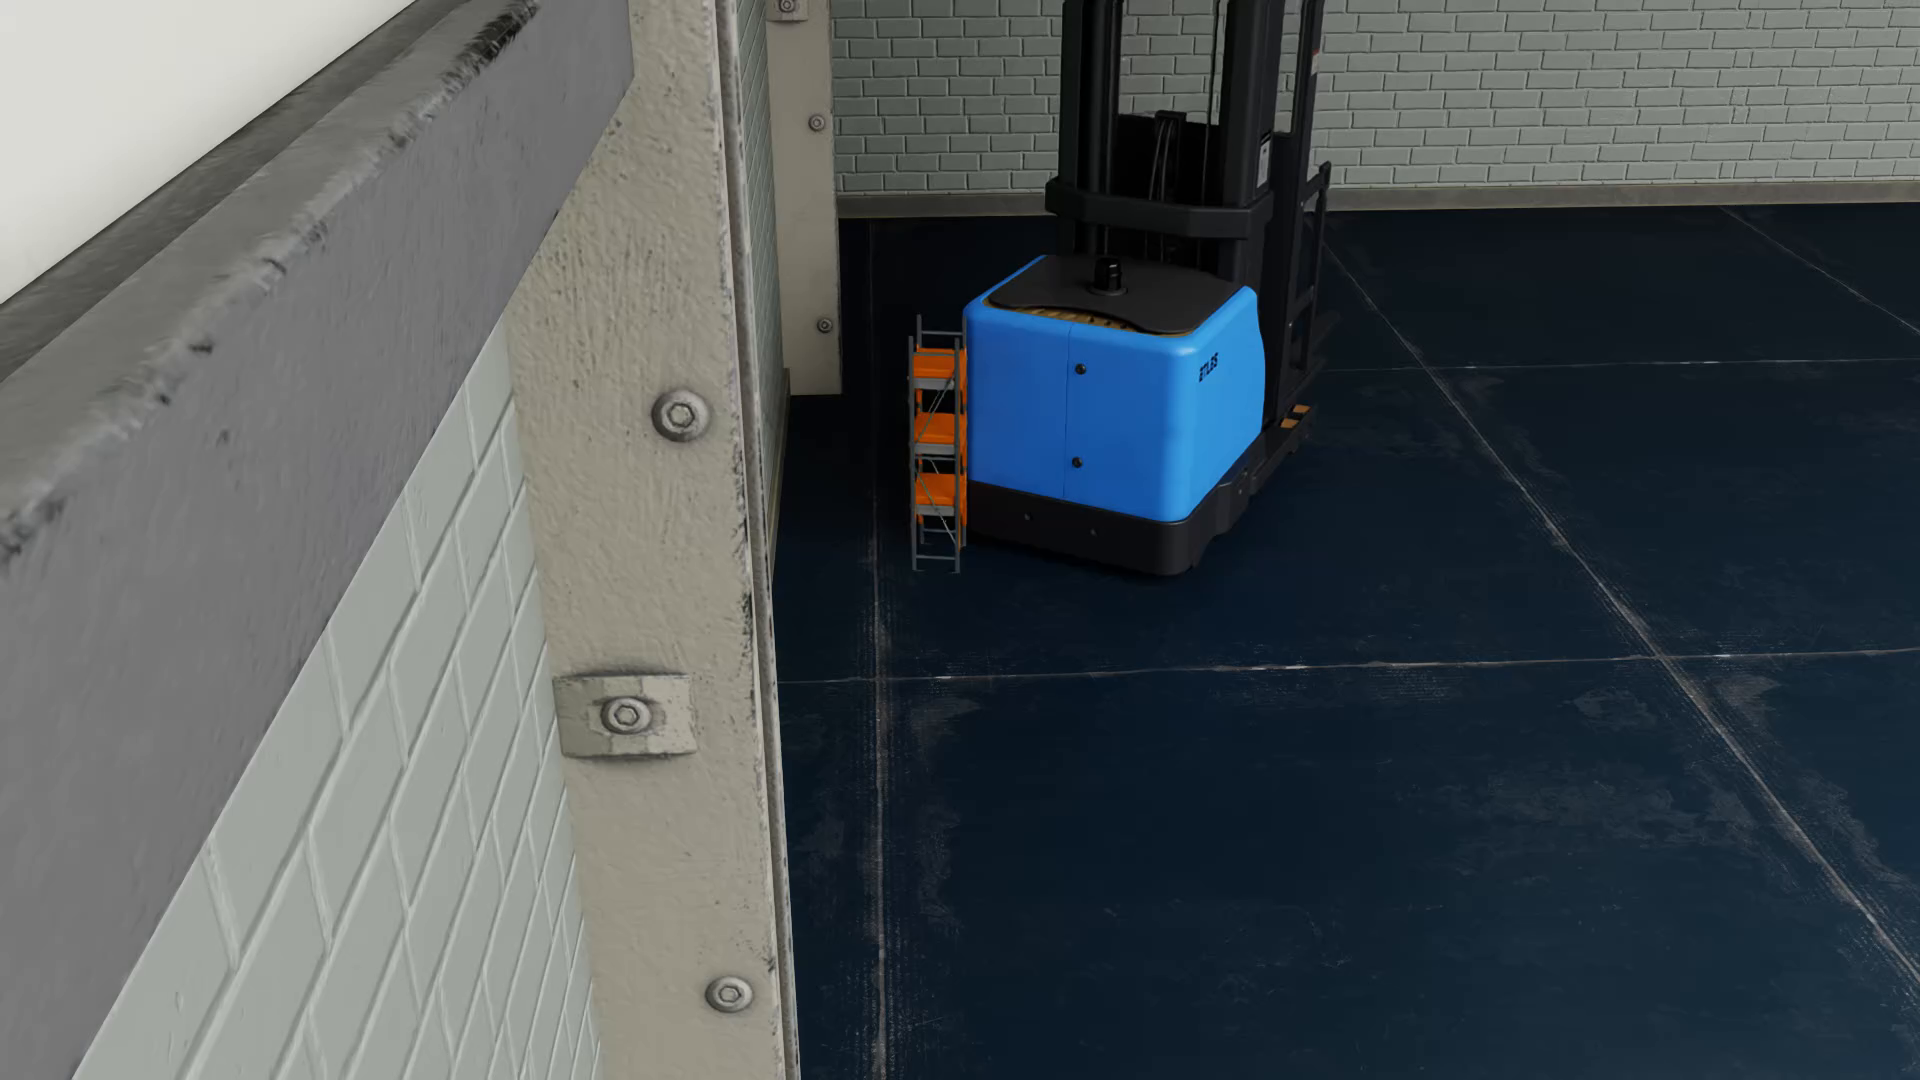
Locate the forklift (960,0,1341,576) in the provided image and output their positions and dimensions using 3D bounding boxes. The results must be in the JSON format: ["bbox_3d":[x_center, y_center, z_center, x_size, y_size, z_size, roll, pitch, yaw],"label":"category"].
[{"bbox_3d":[1.111,-1.806,7.543,1.130,2.935,3.031,13,30,24],"label":"forklift"}]

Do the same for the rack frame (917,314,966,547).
[{"bbox_3d":[-0.074,-0.441,6.960,0.200,1.050,0.008,3,28,6],"label":"rack frame"}]

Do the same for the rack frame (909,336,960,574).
[{"bbox_3d":[-0.102,-0.329,6.745,0.200,1.050,0.008,3,28,6],"label":"rack frame"}]

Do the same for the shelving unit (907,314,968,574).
[{"bbox_3d":[-0.088,-0.385,6.852,0.215,1.050,0.252,3,28,6],"label":"shelving unit"}]

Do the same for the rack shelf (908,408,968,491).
[{"bbox_3d":[-0.088,-0.375,6.857,0.215,0.259,0.240,3,28,6],"label":"rack shelf"}]

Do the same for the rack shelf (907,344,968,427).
[{"bbox_3d":[-0.088,-0.627,6.726,0.215,0.259,0.240,3,28,6],"label":"rack shelf"}]

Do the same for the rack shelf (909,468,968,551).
[{"bbox_3d":[-0.088,-0.129,6.986,0.215,0.259,0.240,3,28,6],"label":"rack shelf"}]

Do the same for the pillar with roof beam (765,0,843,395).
[{"bbox_3d":[3.519,-4.948,7.006,9.100,9.000,0.400,-1,28,-3],"label":"pillar with roof beam"}]
